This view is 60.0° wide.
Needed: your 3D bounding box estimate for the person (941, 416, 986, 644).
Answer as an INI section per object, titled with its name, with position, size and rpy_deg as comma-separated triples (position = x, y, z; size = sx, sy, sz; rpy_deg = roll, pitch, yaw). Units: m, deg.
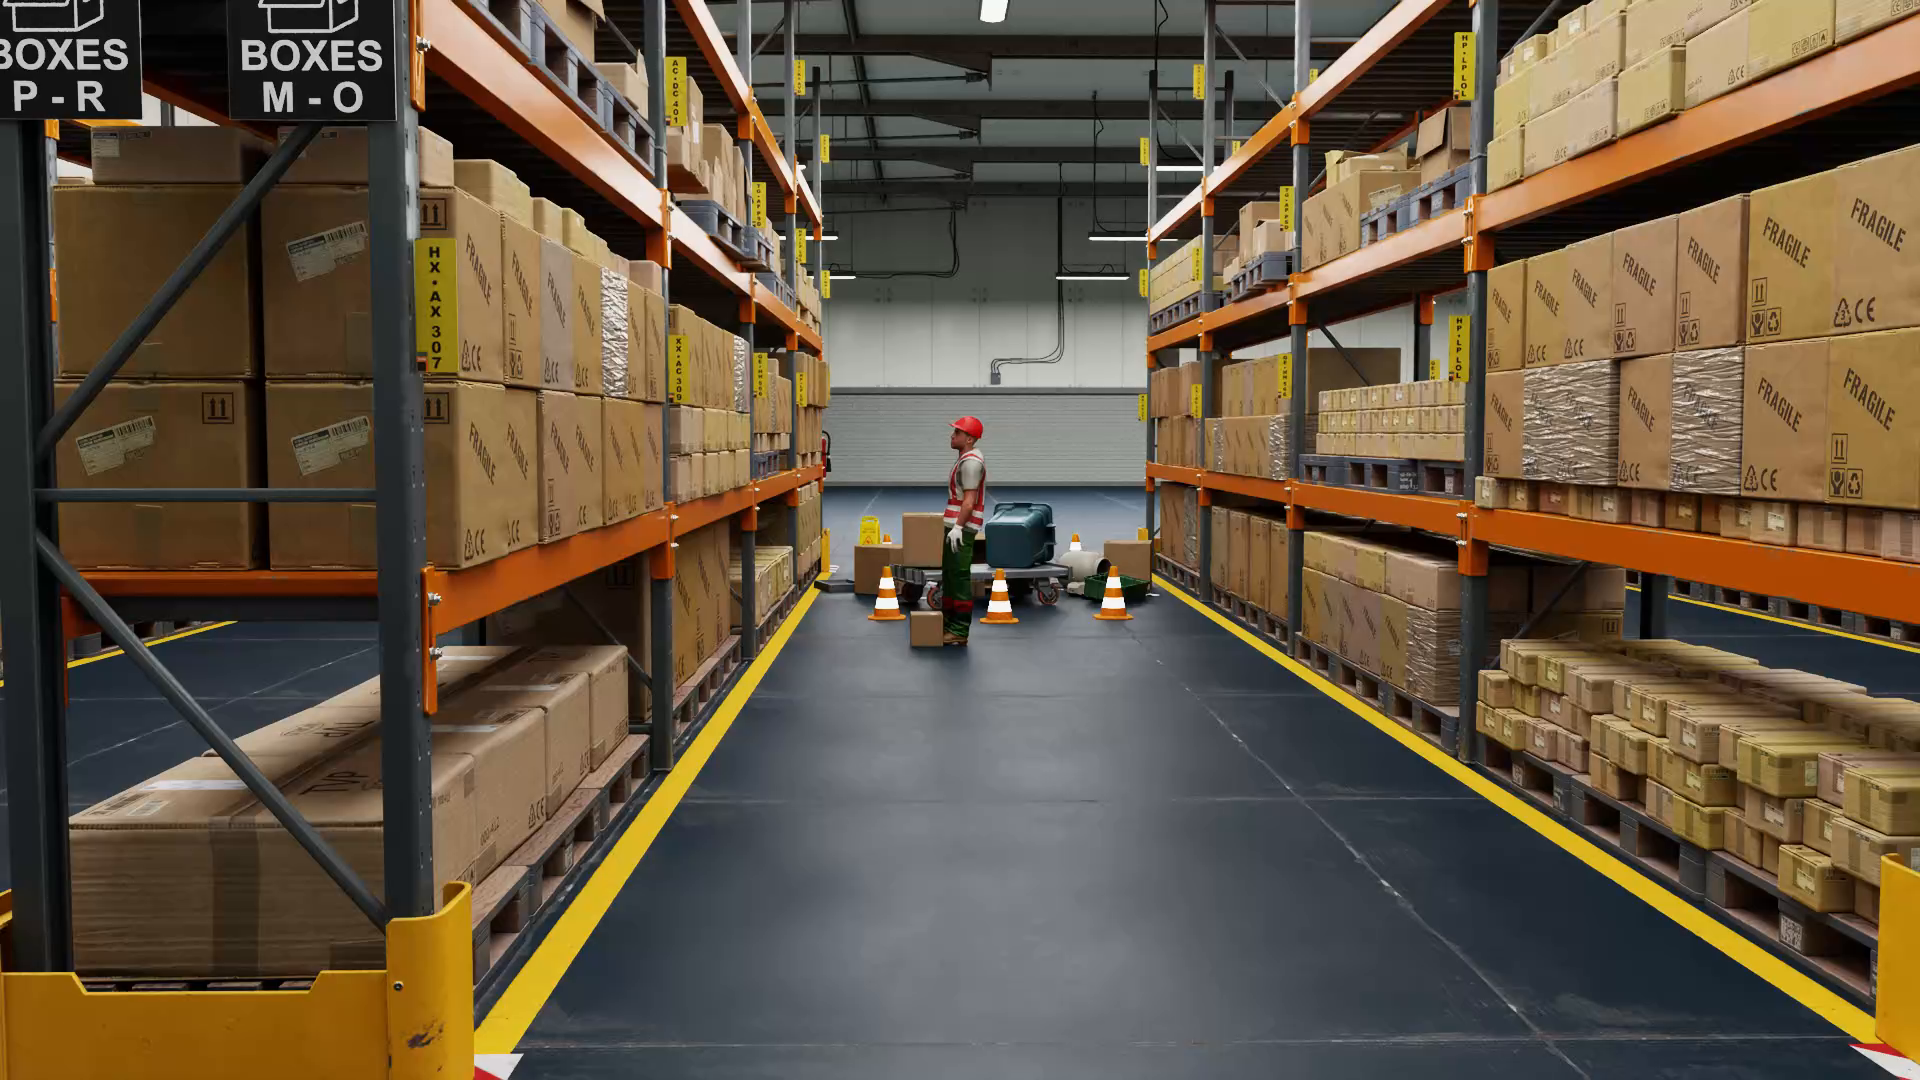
[person]
position = -0.073, -0.079, 13.065
size = 0.561, 1.790, 0.638
rpy_deg = 0, 4, -1
